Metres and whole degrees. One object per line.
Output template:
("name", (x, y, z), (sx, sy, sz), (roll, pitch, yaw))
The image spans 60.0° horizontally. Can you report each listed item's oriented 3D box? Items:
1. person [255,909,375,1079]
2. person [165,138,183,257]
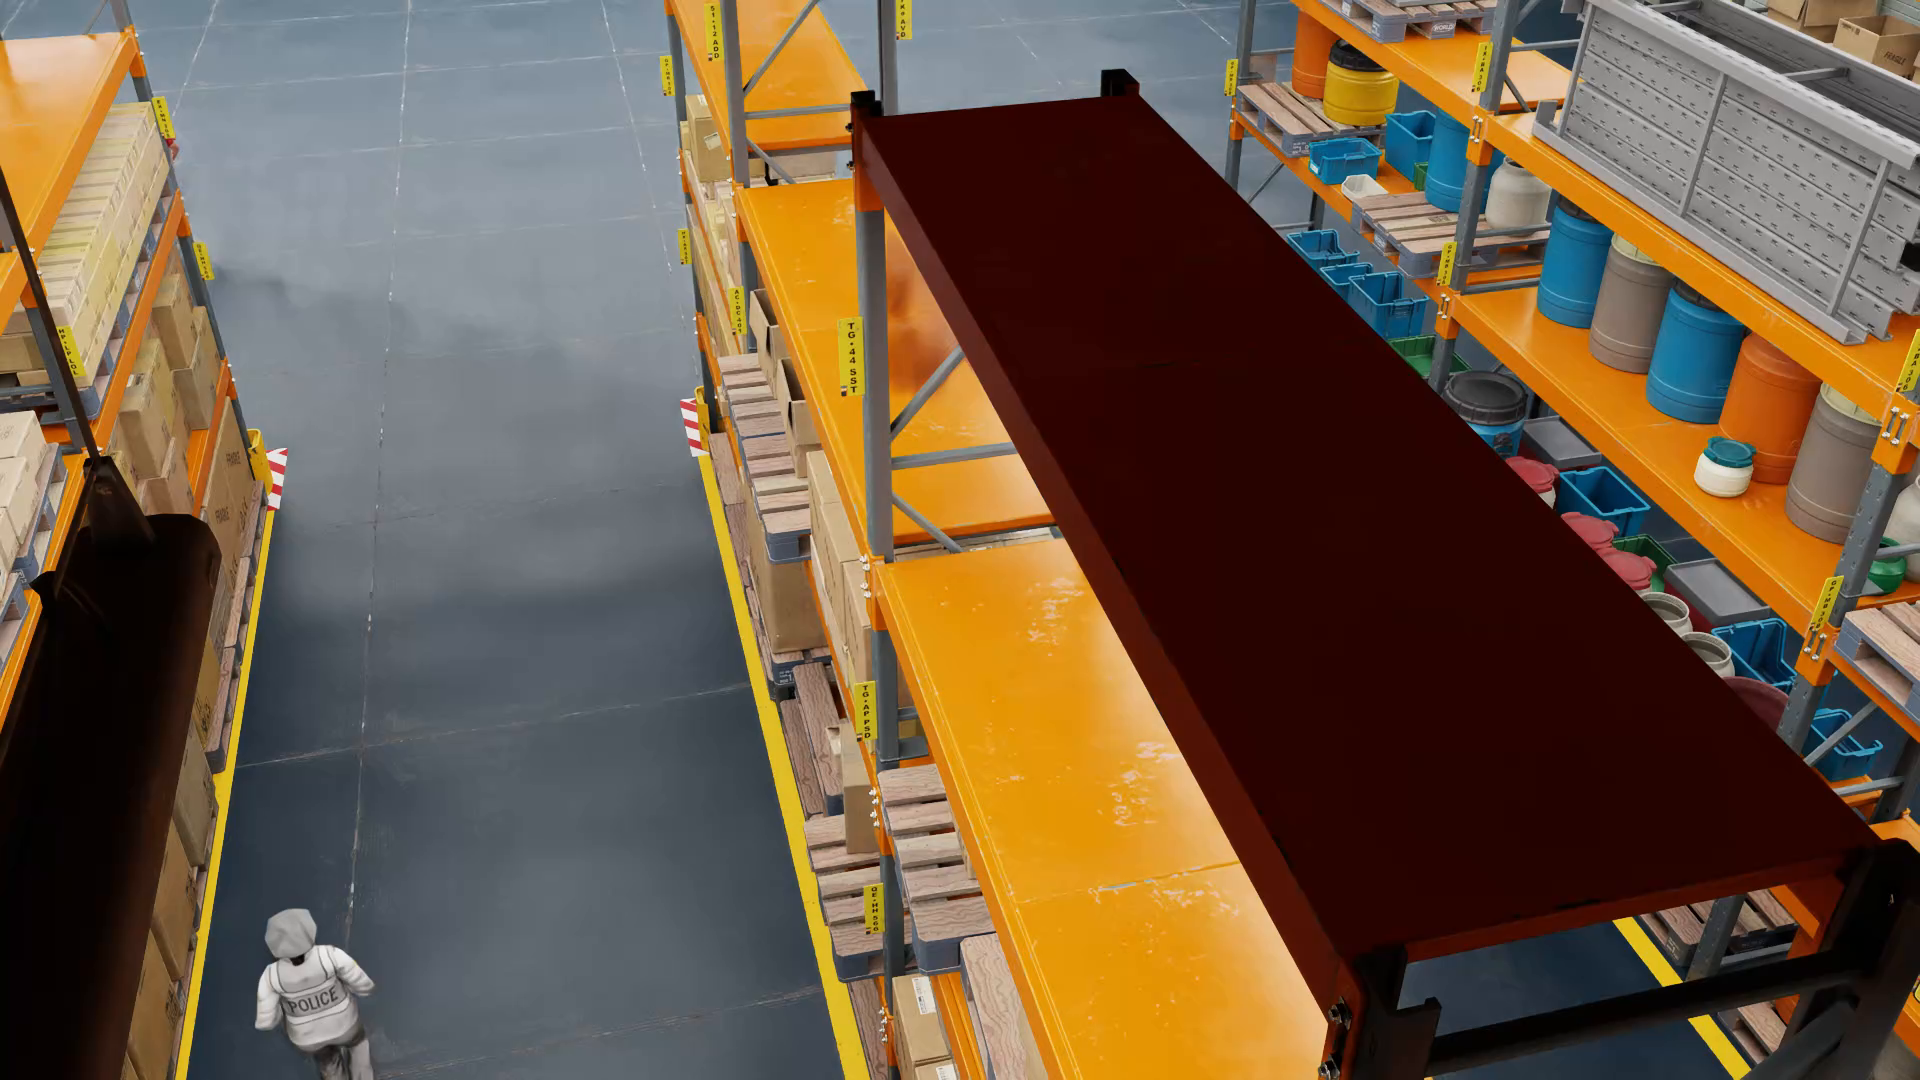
("person", (-3.383, 2.592, 8.848), (0.605, 1.654, 0.540), (-14, 37, -20))
("person", (-8.880, -3.879, 18.253), (0.951, 1.733, 0.664), (17, 38, 23))
